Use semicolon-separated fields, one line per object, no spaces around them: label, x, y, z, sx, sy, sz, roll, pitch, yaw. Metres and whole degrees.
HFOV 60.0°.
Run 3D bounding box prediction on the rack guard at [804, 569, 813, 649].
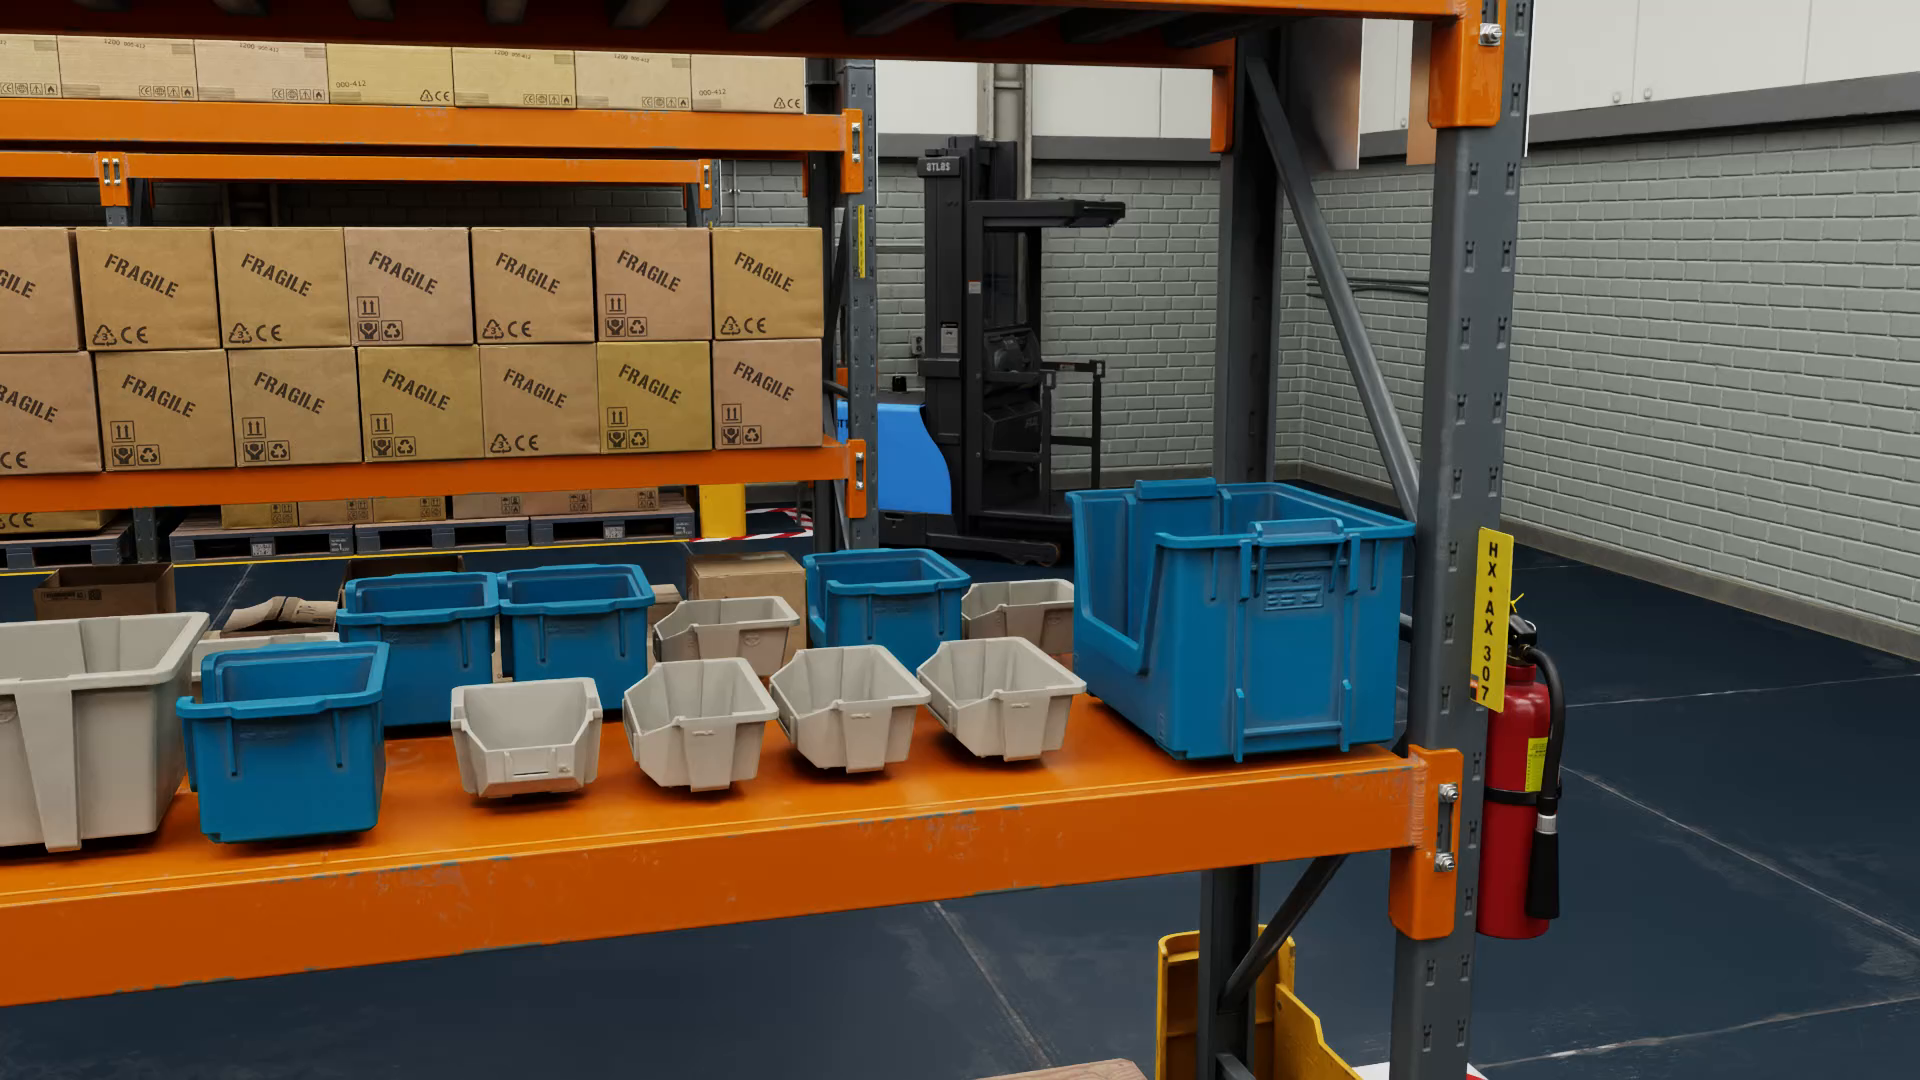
rack guard;-0.657;0.502;8.439;0.348;0.500;1.175;-3;11;-16

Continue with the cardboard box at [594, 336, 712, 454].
cardboard box;-1.435;-0.684;7.698;0.500;0.500;0.500;-3;11;-15

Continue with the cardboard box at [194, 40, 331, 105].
cardboard box;-2.927;-1.961;7.046;0.500;0.250;0.500;-3;11;-16

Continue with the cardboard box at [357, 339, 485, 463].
cardboard box;-2.399;-0.634;7.428;0.500;0.500;0.500;-3;11;-17

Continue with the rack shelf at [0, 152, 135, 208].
rack shelf;-7.733;-2.410;11.054;4.000;0.370;1.077;-3;11;-16

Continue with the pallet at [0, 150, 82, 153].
pallet;-6.679;-2.716;11.258;1.217;0.209;0.805;-3;11;-18

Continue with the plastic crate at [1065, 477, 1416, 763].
plastic crate;0.528;0.133;3.278;0.499;0.435;0.616;-3;11;-16

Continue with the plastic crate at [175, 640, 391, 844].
plastic crate;-1.103;0.331;2.758;0.300;0.233;0.416;-3;11;-16

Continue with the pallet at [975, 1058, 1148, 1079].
pallet;-0.006;1.536;3.618;1.213;0.211;1.003;-3;11;-16

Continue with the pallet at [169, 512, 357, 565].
pallet;-5.061;-0.043;12.198;1.213;0.211;1.003;-3;11;-16

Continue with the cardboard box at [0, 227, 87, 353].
cardboard box;-3.893;-1.045;6.898;0.500;0.500;0.500;-3;11;-14

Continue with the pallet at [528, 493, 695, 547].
pallet;-2.718;-0.167;12.869;1.213;0.211;1.003;-3;11;-16

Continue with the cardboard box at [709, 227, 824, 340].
cardboard box;-0.934;-1.202;7.752;0.500;0.500;0.500;-3;11;-16

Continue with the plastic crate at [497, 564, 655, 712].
plastic crate;-0.796;0.205;3.446;0.300;0.233;0.416;-3;11;-16

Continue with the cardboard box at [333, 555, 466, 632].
cardboard box;-2.622;0.387;7.842;0.637;0.503;0.797;-3;11;-16

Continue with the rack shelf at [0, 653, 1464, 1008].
rack shelf;-1.123;0.585;3.071;4.000;0.370;1.077;-3;11;-16

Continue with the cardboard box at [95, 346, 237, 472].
cardboard box;-3.368;-0.583;7.152;0.500;0.500;0.500;-3;11;-15

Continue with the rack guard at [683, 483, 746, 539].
rack guard;-1.949;-0.364;13.143;0.348;0.500;1.175;-3;11;-16

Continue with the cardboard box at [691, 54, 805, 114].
cardboard box;-1.003;-2.061;7.585;0.500;0.250;0.500;-3;11;-16

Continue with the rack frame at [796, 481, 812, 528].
rack frame;-1.140;-1.116;12.807;0.400;2.100;0.015;10;14;44

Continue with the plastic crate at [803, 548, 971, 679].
plastic crate;-0.164;0.171;3.627;0.300;0.233;0.416;-3;11;-16

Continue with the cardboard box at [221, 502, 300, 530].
cardboard box;-5.066;-0.387;12.108;0.500;0.500;0.700;-3;11;-15

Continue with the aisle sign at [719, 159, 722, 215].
aisle sign;-1.819;-2.822;12.411;0.004;0.787;0.394;-3;11;-16

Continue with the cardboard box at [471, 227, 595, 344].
cardboard box;-1.916;-1.149;7.465;0.500;0.500;0.500;-3;11;-14

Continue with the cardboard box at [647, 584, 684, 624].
cardboard box;-1.665;0.408;8.424;0.500;0.250;0.500;-3;11;-16

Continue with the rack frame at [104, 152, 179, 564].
rack frame;-5.813;-1.390;11.811;0.127;3.000;1.000;-3;11;-16

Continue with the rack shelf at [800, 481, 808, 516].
rack shelf;-0.968;-0.446;13.106;0.431;0.518;0.480;10;14;44

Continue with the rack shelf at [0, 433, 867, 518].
rack shelf;-2.504;-0.276;7.749;4.000;0.370;1.077;-3;11;-16

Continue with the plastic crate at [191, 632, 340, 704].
plastic crate;-1.456;0.292;3.237;0.466;0.136;0.293;-3;11;-16

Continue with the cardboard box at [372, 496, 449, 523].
cardboard box;-4.089;-0.437;12.382;0.500;0.500;0.700;-3;11;-15

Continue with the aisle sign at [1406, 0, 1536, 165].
aisle sign;0.948;-1.101;3.063;0.004;0.787;0.394;-3;11;-16

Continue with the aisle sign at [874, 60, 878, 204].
aisle sign;-0.433;-1.960;7.728;0.004;0.787;0.394;-3;11;-16

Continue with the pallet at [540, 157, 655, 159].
pallet;-2.681;-2.984;12.433;1.213;0.211;1.003;-3;11;-16

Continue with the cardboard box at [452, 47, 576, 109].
cardboard box;-1.963;-2.010;7.309;0.500;0.250;0.500;-3;11;-16

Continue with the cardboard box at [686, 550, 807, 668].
cardboard box;-1.037;0.352;8.038;0.500;0.500;0.500;-3;11;-16

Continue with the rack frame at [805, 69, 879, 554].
rack frame;-0.584;-0.731;8.234;0.127;3.000;1.000;-3;11;-16

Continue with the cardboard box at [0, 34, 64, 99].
cardboard box;-3.888;-1.912;6.776;0.500;0.250;0.500;-3;11;-16

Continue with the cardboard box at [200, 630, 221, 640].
cardboard box;-3.613;0.549;7.937;0.250;0.149;0.380;-3;11;-16

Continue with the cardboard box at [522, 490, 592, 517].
cardboard box;-3.097;-0.491;12.674;0.500;0.500;0.700;-3;11;-16

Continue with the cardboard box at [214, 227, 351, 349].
cardboard box;-2.904;-1.097;7.181;0.500;0.500;0.500;-3;11;-18

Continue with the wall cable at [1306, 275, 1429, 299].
wall cable;3.558;-3.240;13.865;0.112;2.526;3.097;-3;11;-16

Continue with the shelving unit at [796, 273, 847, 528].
shelving unit;-0.969;-1.148;12.978;0.431;2.100;0.503;10;14;44

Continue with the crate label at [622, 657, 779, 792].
crate label;-0.478;0.333;3.013;0.243;0.136;0.396;-3;11;-16

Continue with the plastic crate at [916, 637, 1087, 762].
plastic crate;0.065;0.303;3.179;0.243;0.136;0.396;-3;11;-16

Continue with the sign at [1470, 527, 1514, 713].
sign;0.966;0.145;3.025;0.005;0.325;0.100;-3;11;-16

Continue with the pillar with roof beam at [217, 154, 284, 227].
pillar with roof beam;-4.179;-3.778;8.212;0.400;9.000;9.100;-3;11;-16

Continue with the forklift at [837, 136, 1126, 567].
forklift;0.561;-1.365;11.868;3.031;2.935;1.130;5;11;24

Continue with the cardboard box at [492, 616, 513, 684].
cardboard box;-1.958;0.518;7.828;0.500;0.250;0.500;-3;11;-16
